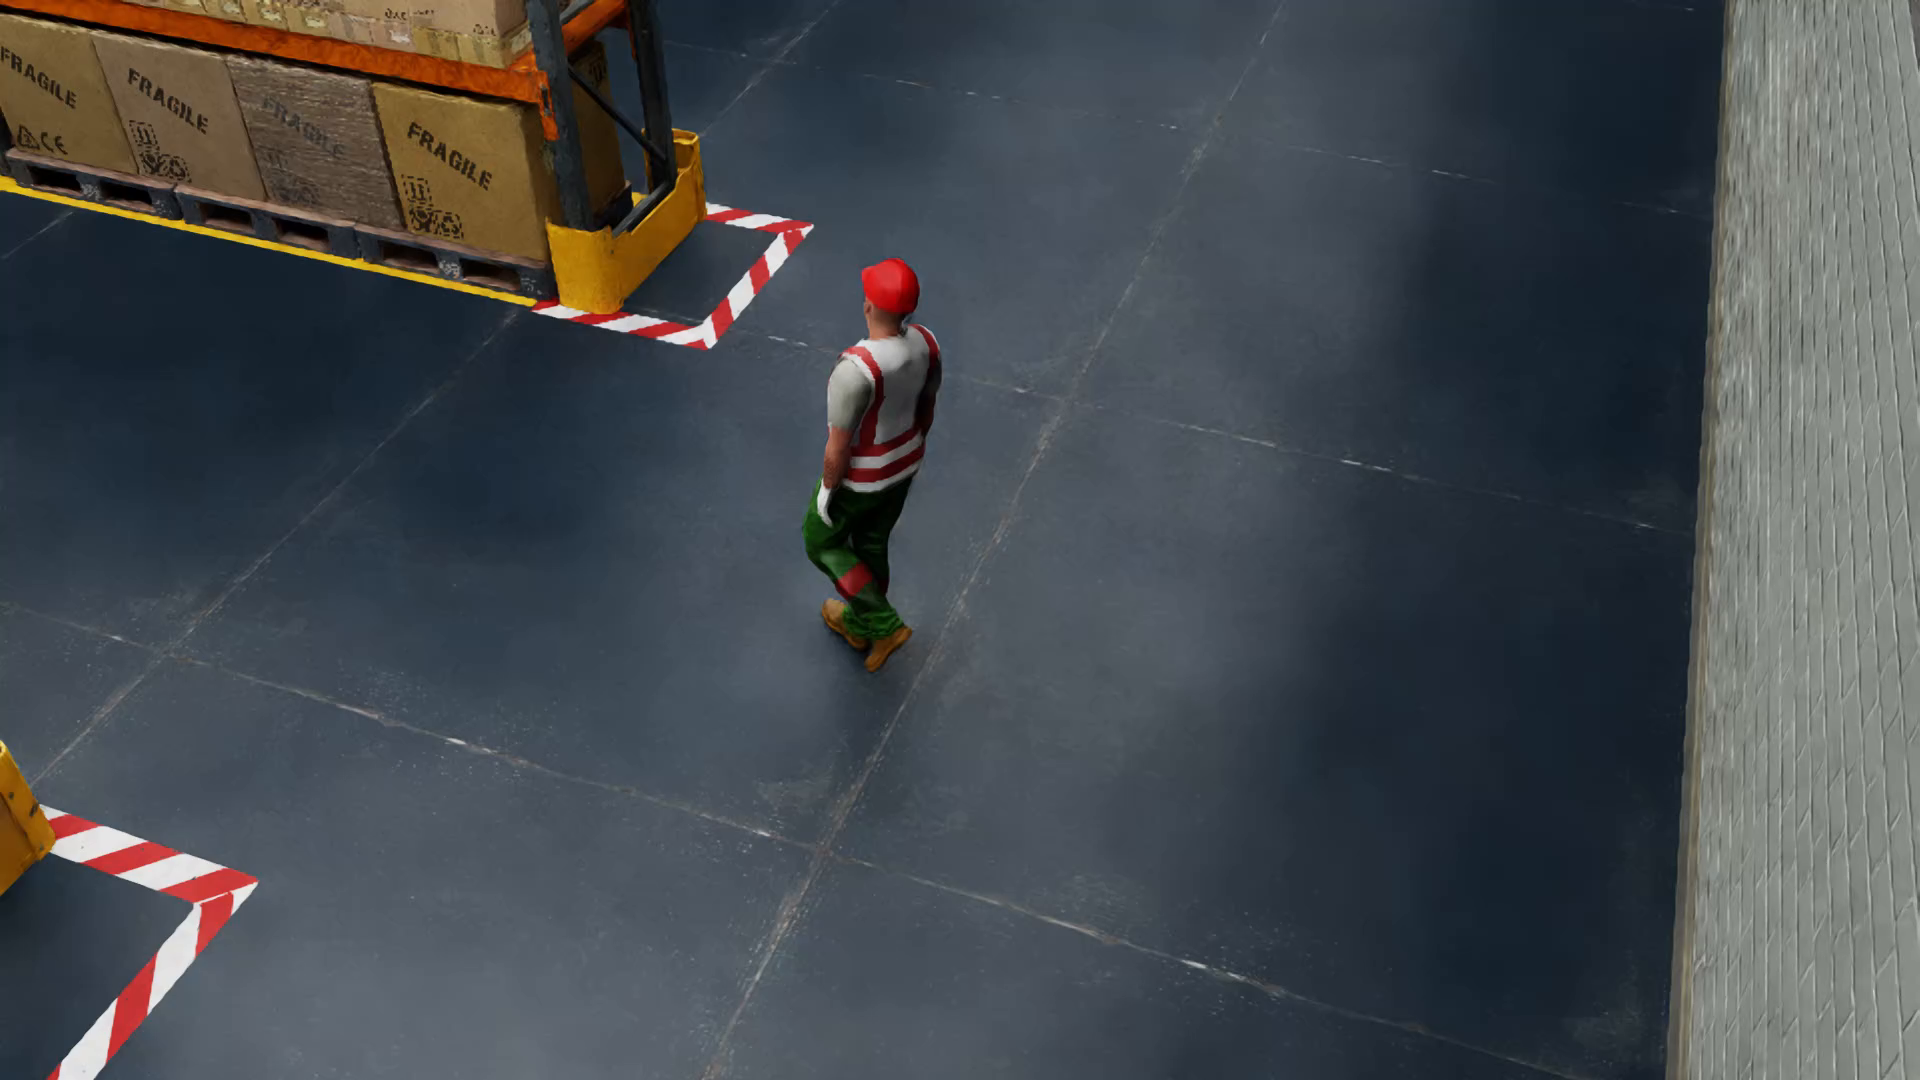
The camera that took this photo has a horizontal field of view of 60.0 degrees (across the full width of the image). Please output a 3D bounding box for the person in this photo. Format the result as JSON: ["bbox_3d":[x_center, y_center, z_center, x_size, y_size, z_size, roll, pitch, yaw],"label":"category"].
[{"bbox_3d":[-0.308,-0.262,6.428,0.592,1.765,0.593,-33,51,-32],"label":"person"}]
